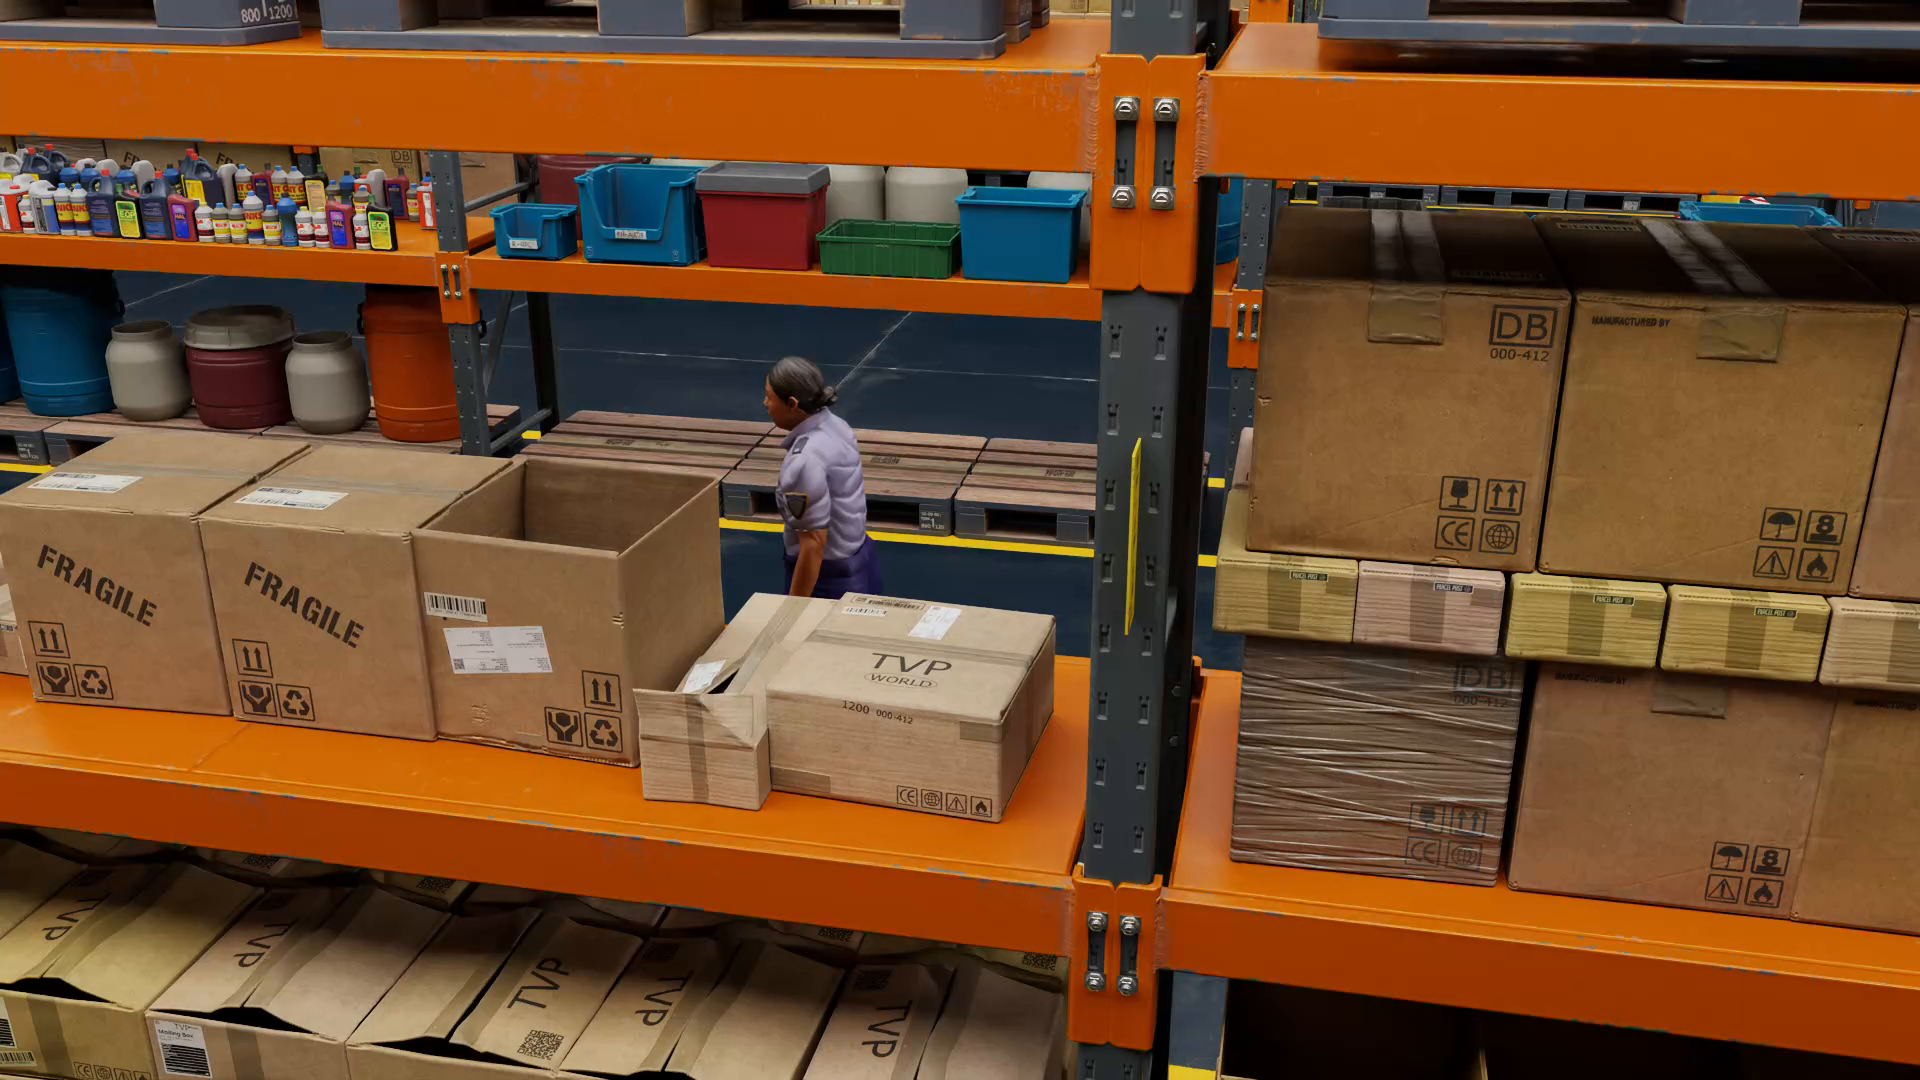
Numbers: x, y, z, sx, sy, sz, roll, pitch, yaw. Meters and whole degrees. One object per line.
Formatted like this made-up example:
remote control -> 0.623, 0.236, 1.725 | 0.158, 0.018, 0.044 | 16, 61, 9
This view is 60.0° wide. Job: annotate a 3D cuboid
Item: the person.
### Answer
person -> -0.467, 0.176, 5.674 | 0.371, 1.638, 0.538 | 5, 22, 11
